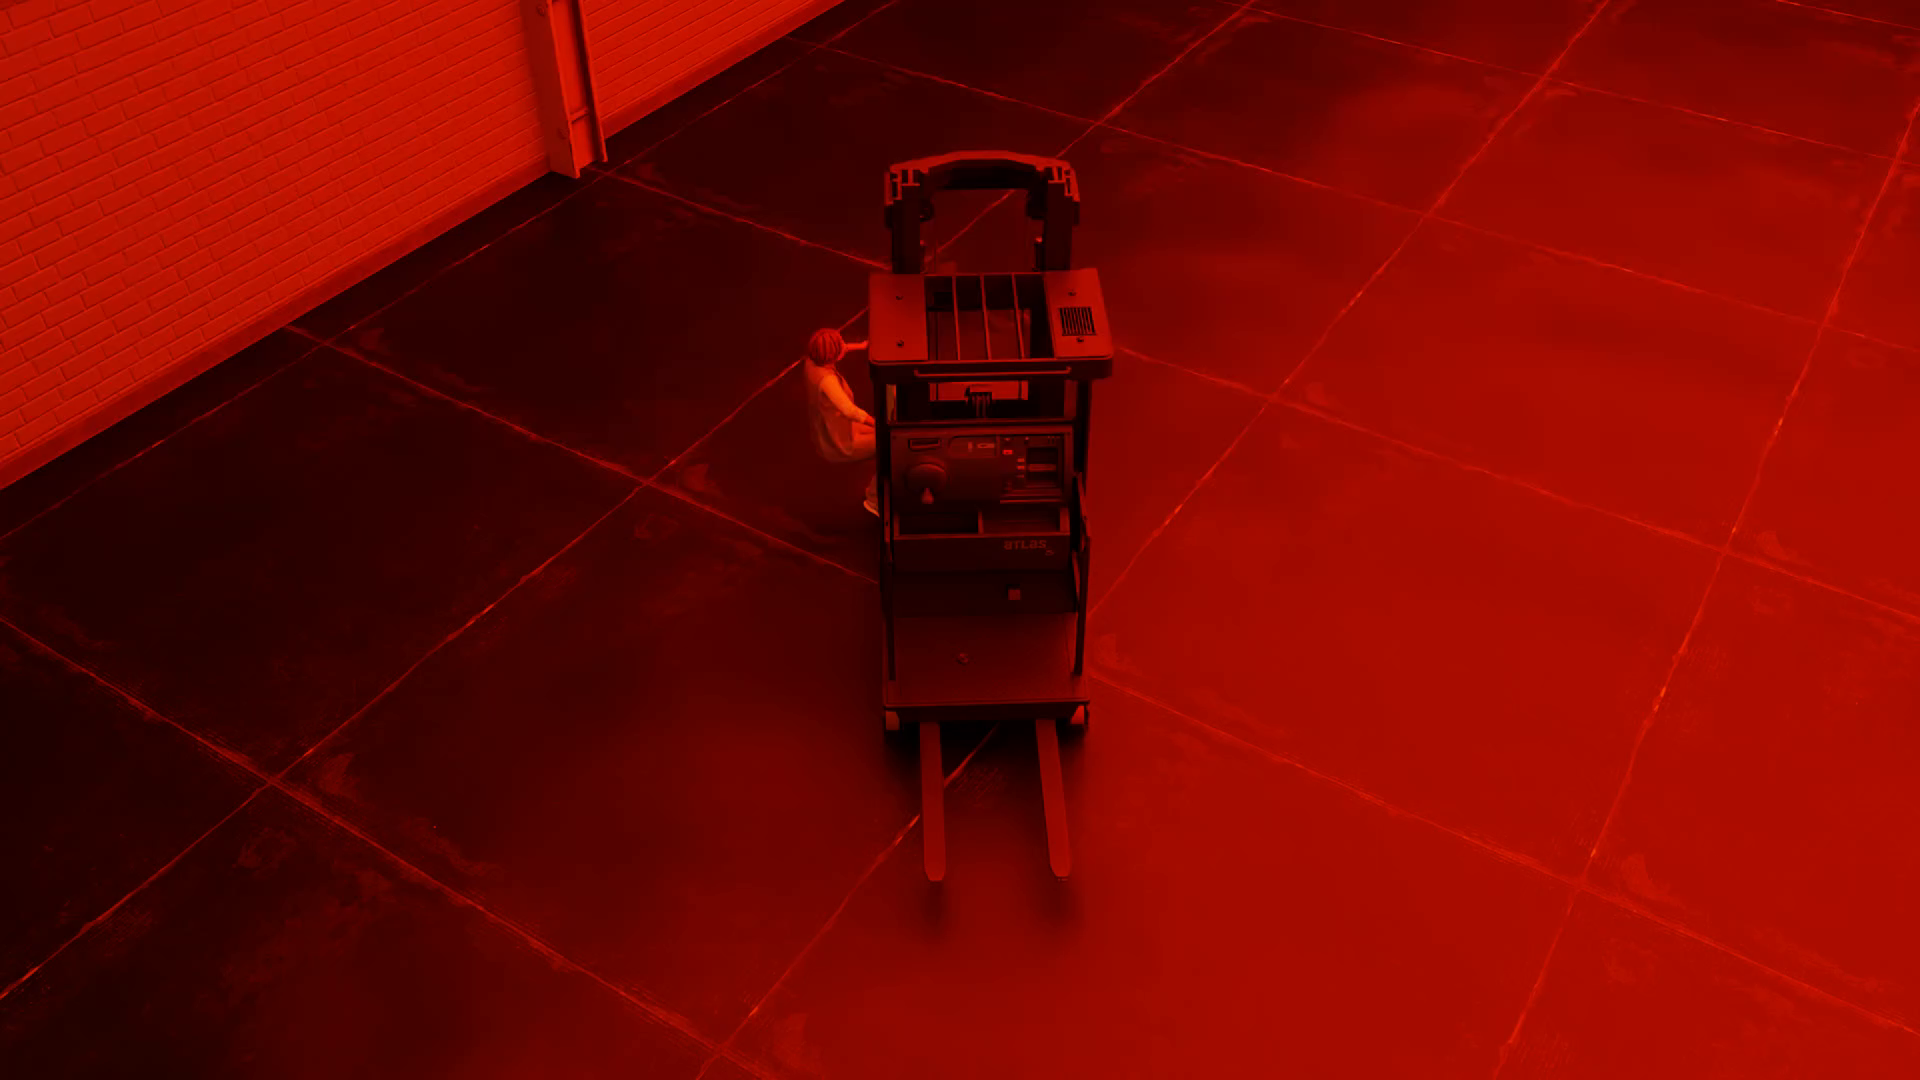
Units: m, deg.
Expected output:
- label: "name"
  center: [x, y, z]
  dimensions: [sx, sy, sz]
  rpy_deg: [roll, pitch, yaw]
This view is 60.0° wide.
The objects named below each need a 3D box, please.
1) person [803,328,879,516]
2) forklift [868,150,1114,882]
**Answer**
- label: "person"
  center: [-0.542, -0.706, 9.996]
  dimensions: [0.754, 1.365, 0.906]
  rpy_deg: [-19, 44, -21]
- label: "forklift"
  center: [0.123, -0.300, 8.320]
  dimensions: [1.130, 2.935, 3.031]
  rpy_deg: [-2, 40, -2]
